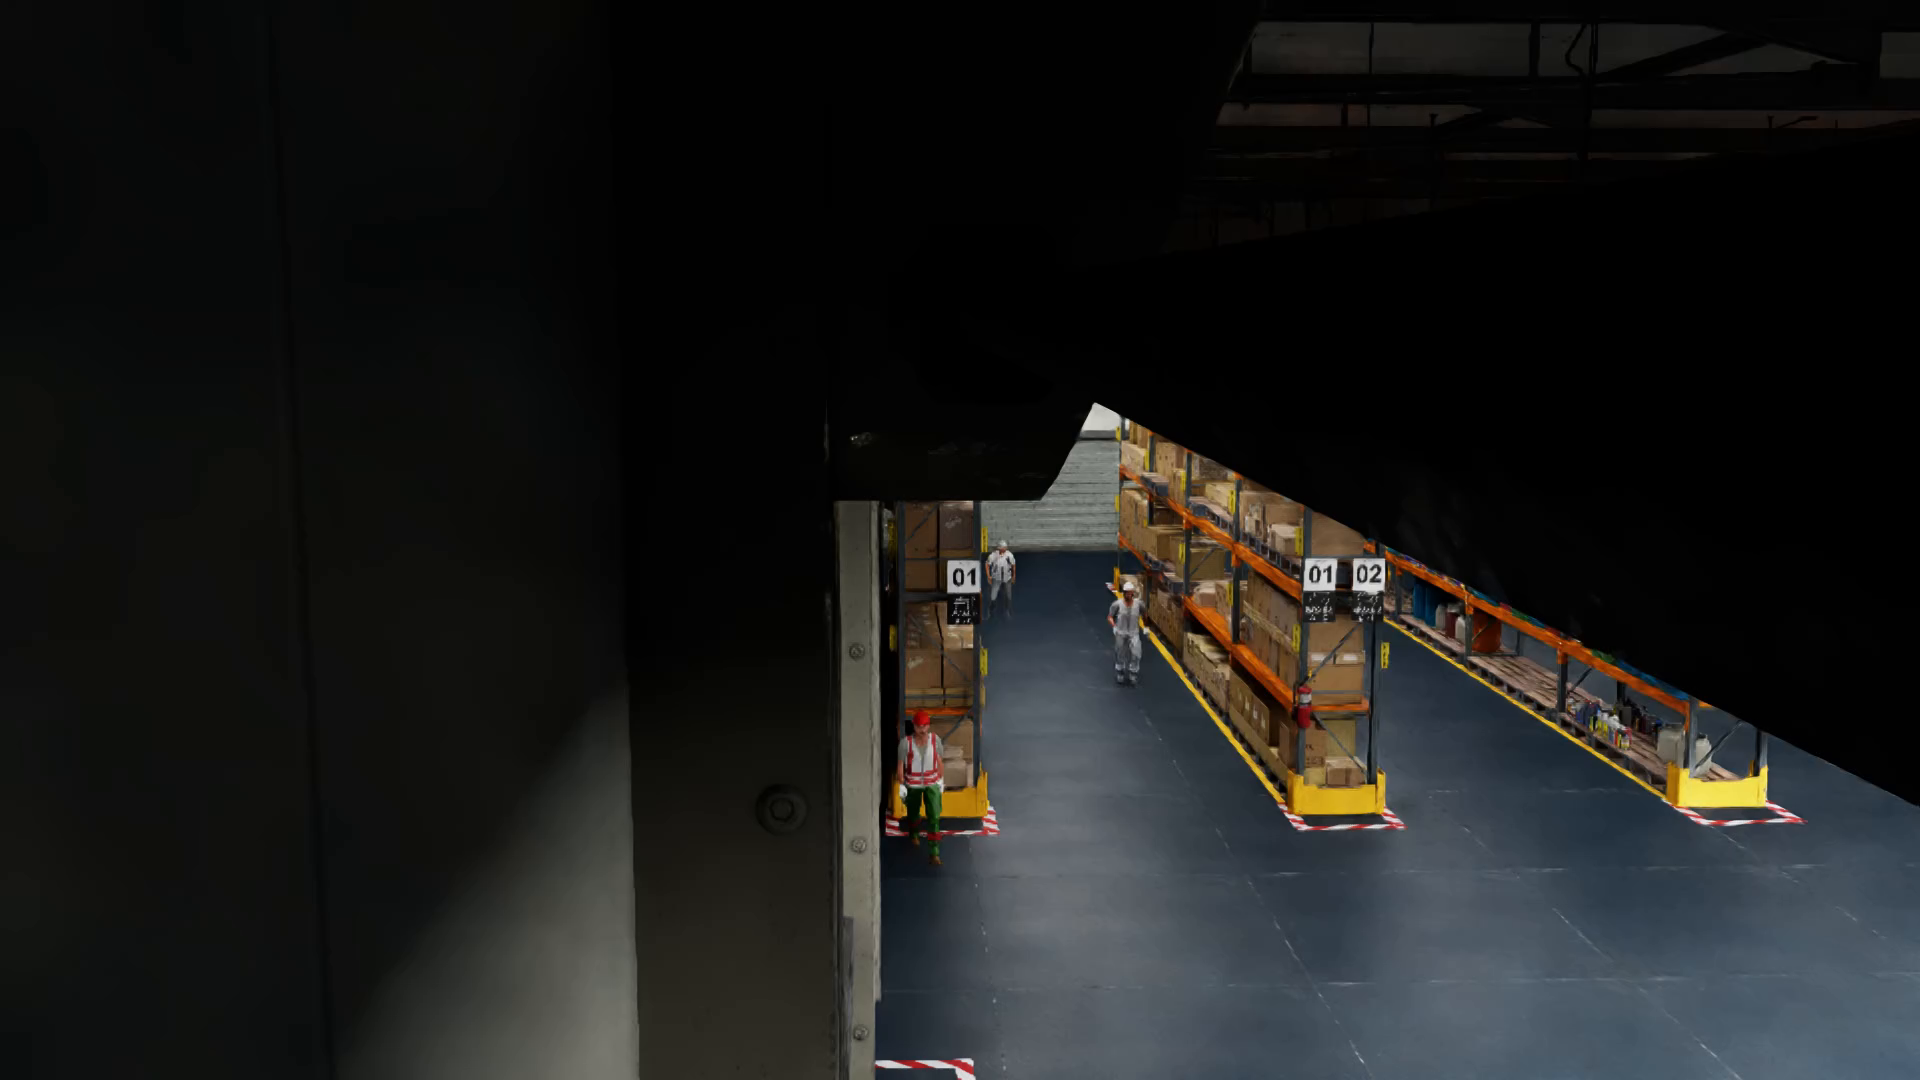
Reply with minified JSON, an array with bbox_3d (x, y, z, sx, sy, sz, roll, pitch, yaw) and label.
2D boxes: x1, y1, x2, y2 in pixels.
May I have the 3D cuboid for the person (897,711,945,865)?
[{"bbox_3d":[-0.438,2.763,18.873,0.557,1.705,1.116,-1,8,-5],"label":"person"}]

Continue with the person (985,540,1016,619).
[{"bbox_3d":[0.805,0.785,33.110,0.608,1.611,0.582,-1,8,-5],"label":"person"}]

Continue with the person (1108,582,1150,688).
[{"bbox_3d":[2.782,1.544,27.354,0.712,1.749,0.686,0,8,1],"label":"person"}]
